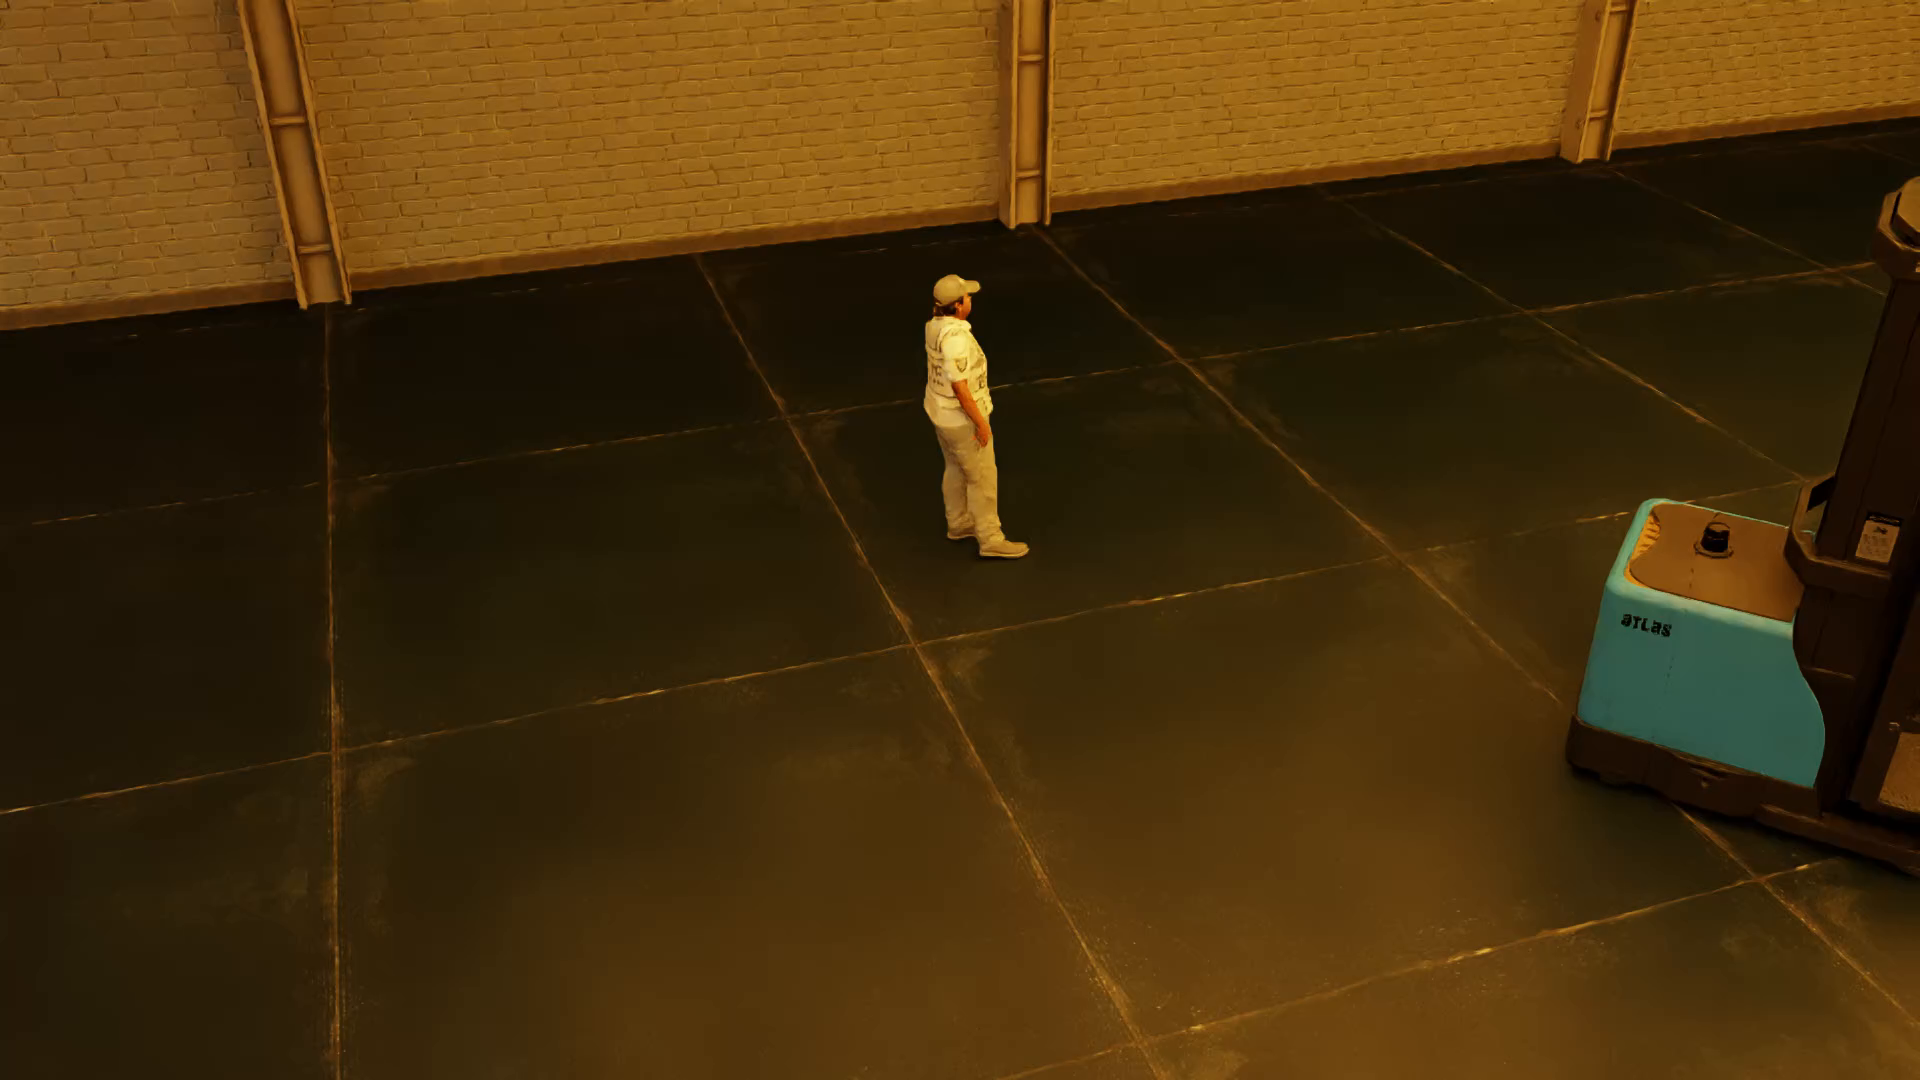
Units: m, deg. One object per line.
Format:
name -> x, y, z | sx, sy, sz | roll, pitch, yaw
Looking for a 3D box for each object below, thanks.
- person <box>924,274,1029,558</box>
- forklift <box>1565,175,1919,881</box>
person -> 0.080, -0.730, 9.609 | 0.529, 1.669, 0.598 | -10, 31, -16
forklift -> 4.474, 0.003, 7.082 | 3.031, 2.935, 1.130 | 16, 33, 25
